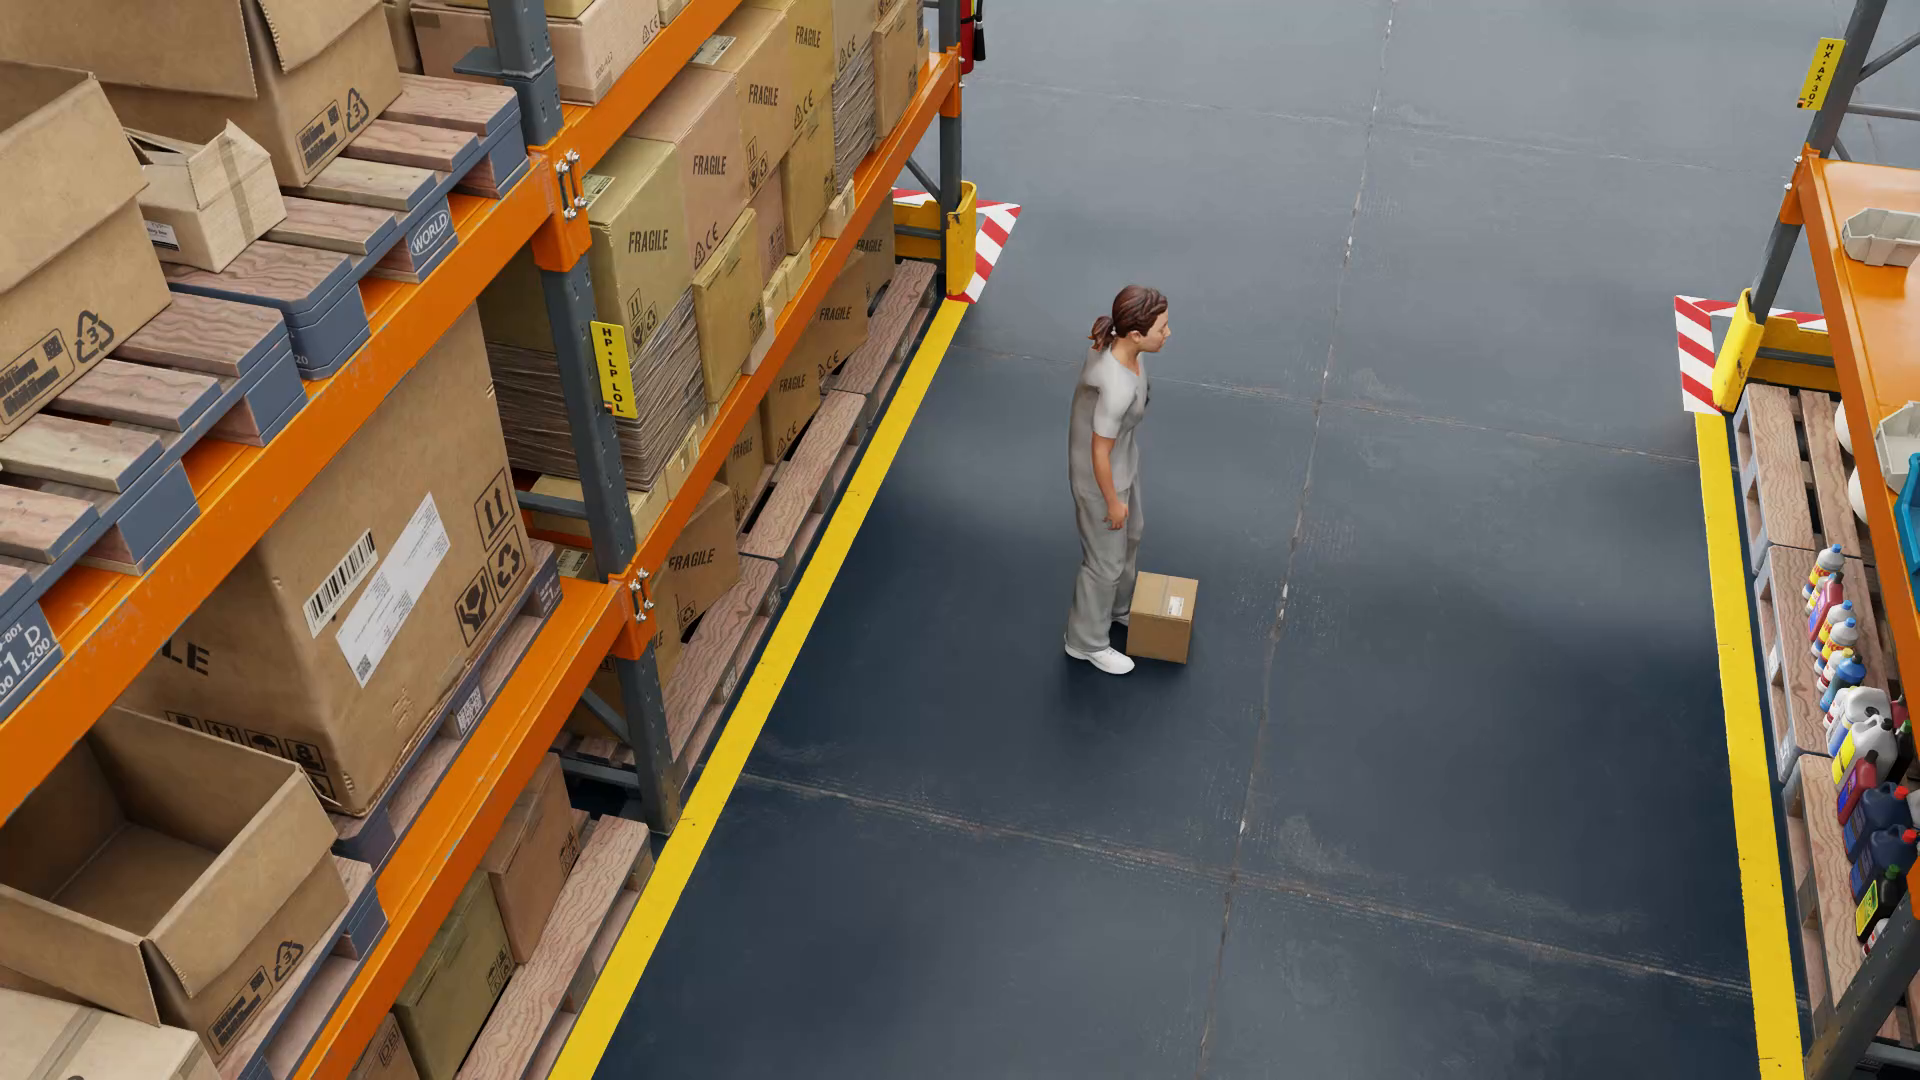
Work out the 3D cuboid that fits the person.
[{"bbox_3d":[0.621,-0.249,6.444,0.409,1.673,0.514,8,42,9],"label":"person"}]
